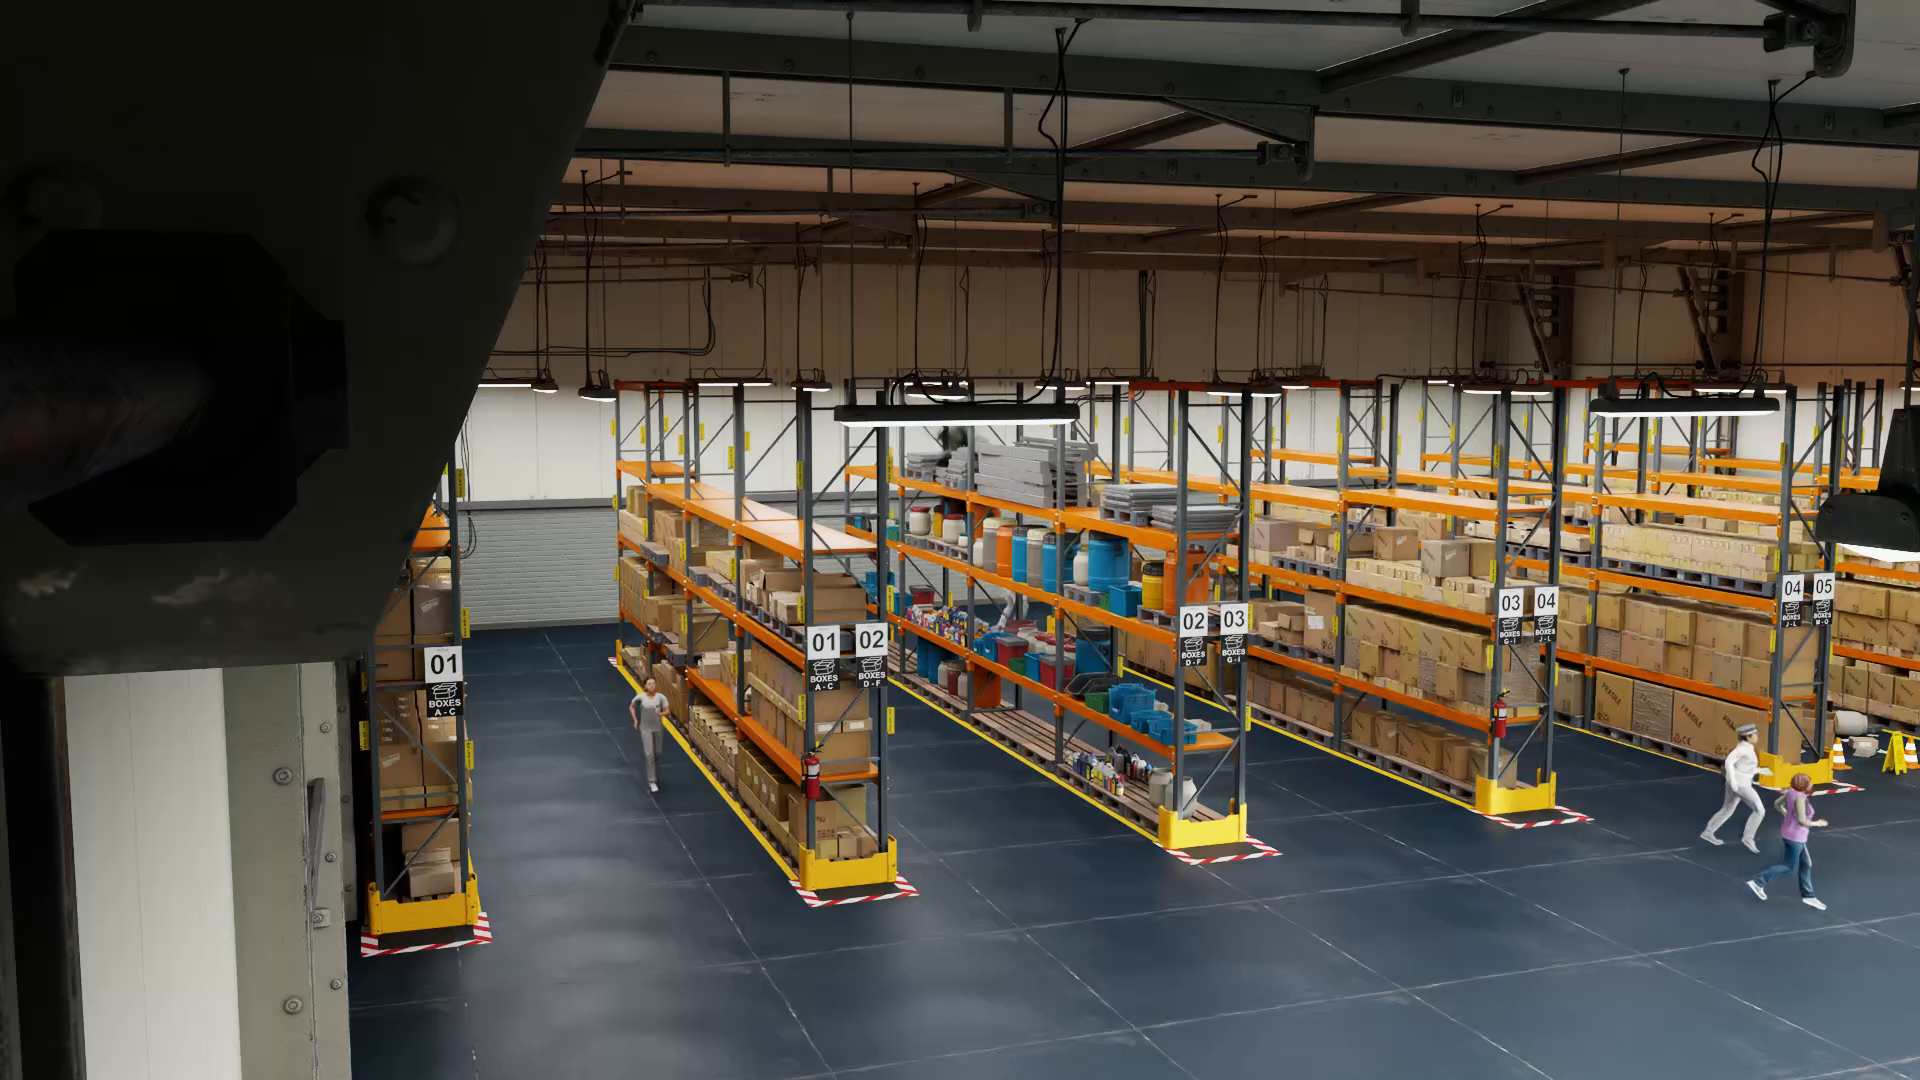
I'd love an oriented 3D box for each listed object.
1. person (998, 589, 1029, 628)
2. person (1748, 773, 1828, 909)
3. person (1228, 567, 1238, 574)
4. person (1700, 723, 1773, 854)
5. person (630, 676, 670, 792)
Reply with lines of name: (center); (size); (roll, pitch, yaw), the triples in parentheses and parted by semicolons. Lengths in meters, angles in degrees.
person: (1.310, 1.284, 39.483); (0.796, 1.845, 0.673); (-2, 6, -16)
person: (9.663, 3.493, 19.383); (0.882, 1.603, 0.550); (1, 6, 14)
person: (6.181, 1.467, 37.858); (0.725, 1.726, 0.581); (-1, 6, -11)
person: (10.138, 3.224, 21.660); (0.825, 1.716, 0.524); (1, 6, 14)
person: (-4.618, 2.848, 24.873); (0.564, 1.655, 0.969); (-2, 7, -22)
